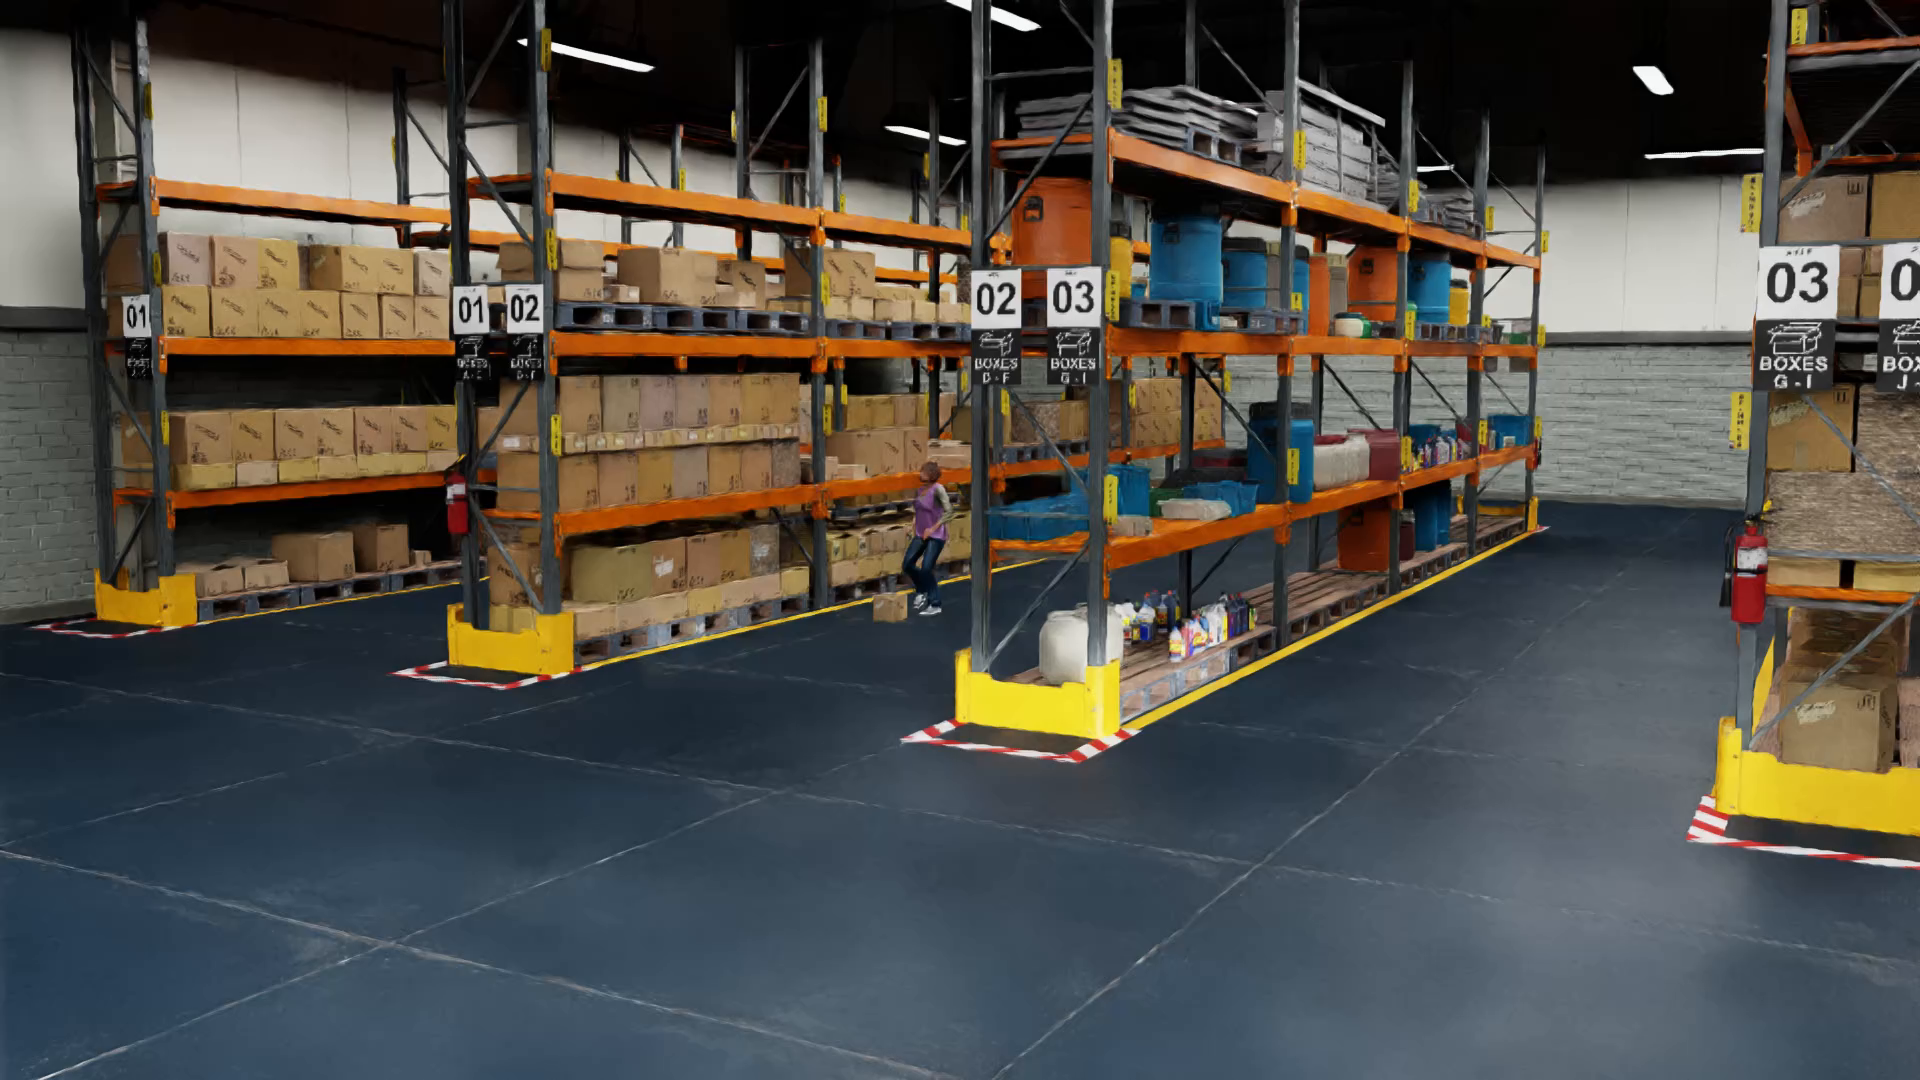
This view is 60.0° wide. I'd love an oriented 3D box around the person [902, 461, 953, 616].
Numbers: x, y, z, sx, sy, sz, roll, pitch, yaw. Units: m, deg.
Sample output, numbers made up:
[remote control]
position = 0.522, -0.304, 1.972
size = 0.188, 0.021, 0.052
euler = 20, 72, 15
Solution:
[person]
position = -0.327, -0.015, 16.848
size = 0.439, 1.563, 0.585
euler = -6, 9, -44
